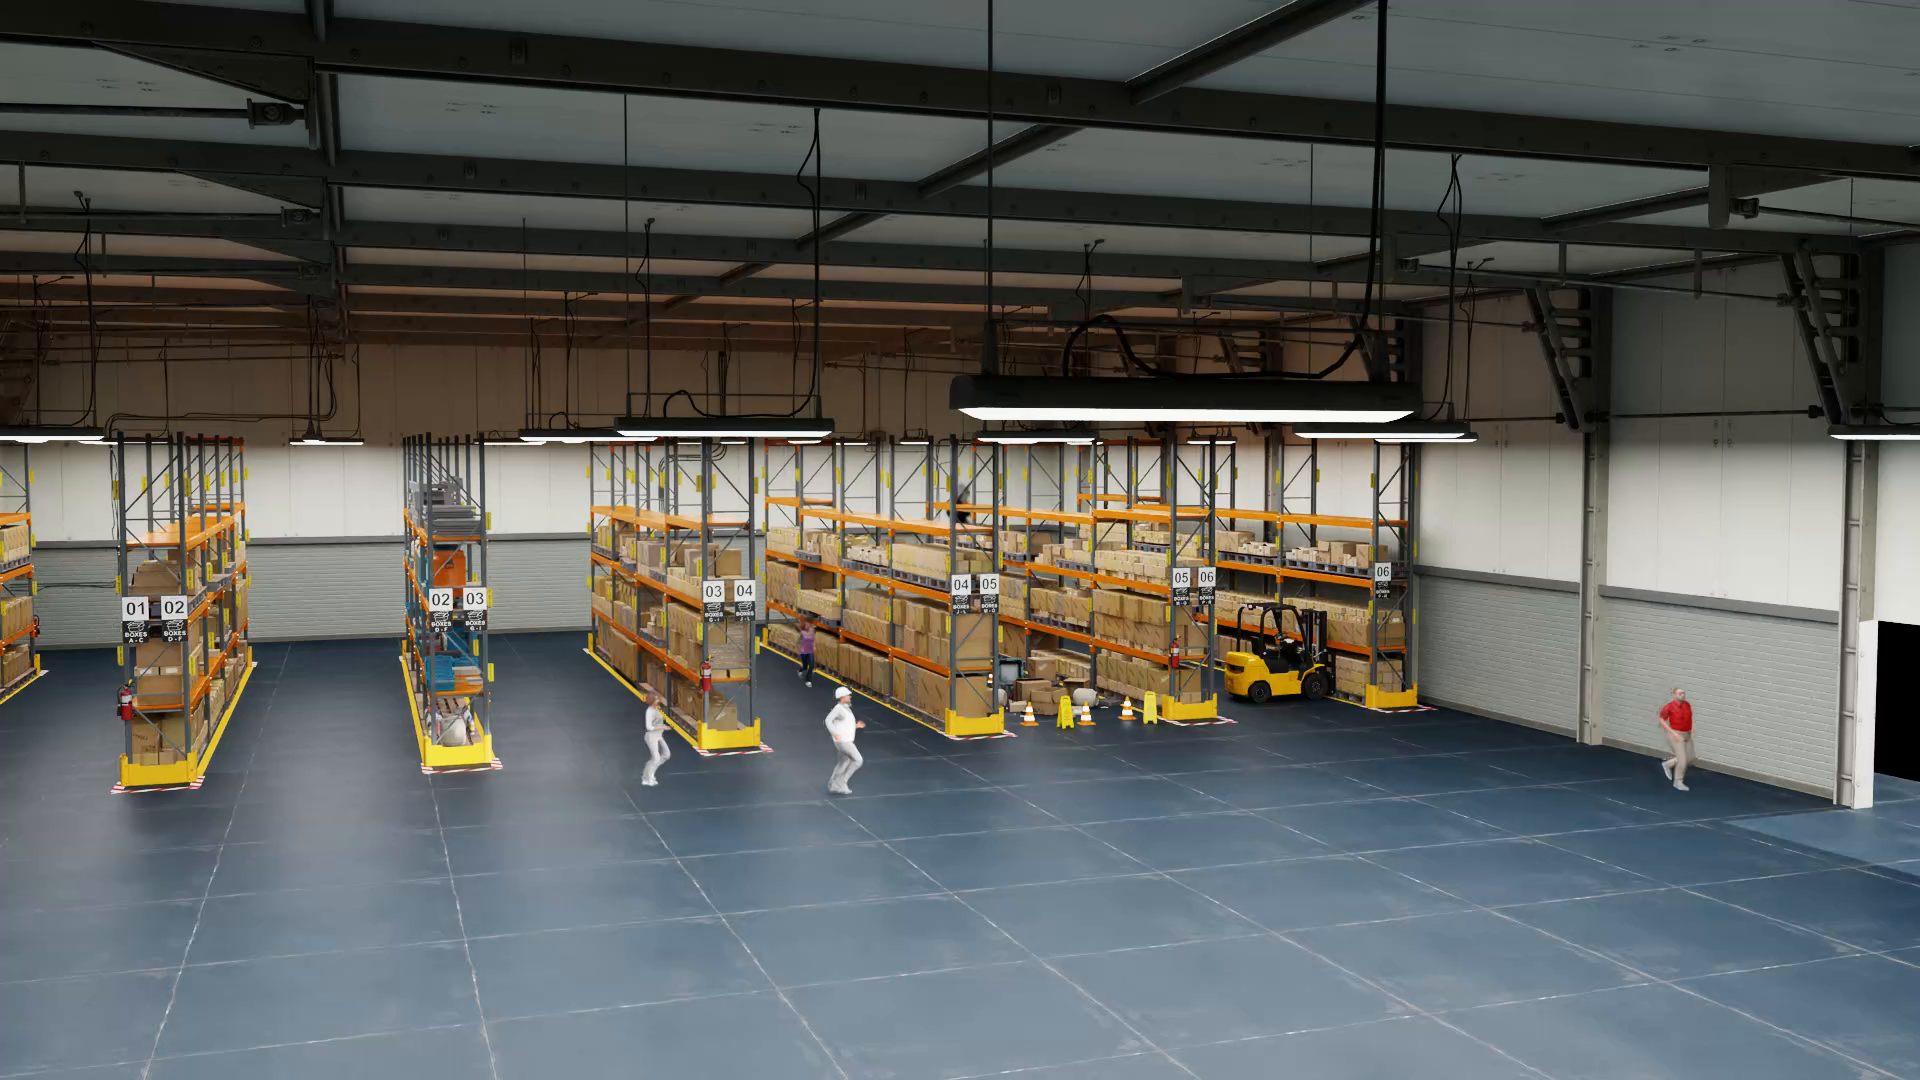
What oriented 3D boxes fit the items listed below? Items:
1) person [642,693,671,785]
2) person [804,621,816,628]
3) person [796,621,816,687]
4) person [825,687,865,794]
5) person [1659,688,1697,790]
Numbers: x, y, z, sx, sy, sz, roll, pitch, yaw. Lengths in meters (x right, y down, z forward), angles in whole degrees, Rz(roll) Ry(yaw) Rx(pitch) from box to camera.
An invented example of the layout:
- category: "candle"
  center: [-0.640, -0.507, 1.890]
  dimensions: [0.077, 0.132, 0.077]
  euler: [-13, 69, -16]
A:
- category: "person"
  center: [-5.123, 3.368, 28.125]
  dimensions: [0.555, 1.559, 0.522]
  euler: [0, 3, 9]
- category: "person"
  center: [-4.580, 2.079, 49.970]
  dimensions: [0.631, 1.768, 0.638]
  euler: [-1, 3, -19]
- category: "person"
  center: [-3.708, 2.733, 40.106]
  dimensions: [0.536, 1.570, 0.664]
  euler: [-2, 4, -27]
- category: "person"
  center: [-1.882, 3.310, 27.495]
  dimensions: [0.642, 1.751, 0.644]
  euler: [0, 3, 4]
- category: "person"
  center: [12.092, 3.331, 28.053]
  dimensions: [0.658, 1.705, 0.612]
  euler: [-1, 3, -23]
